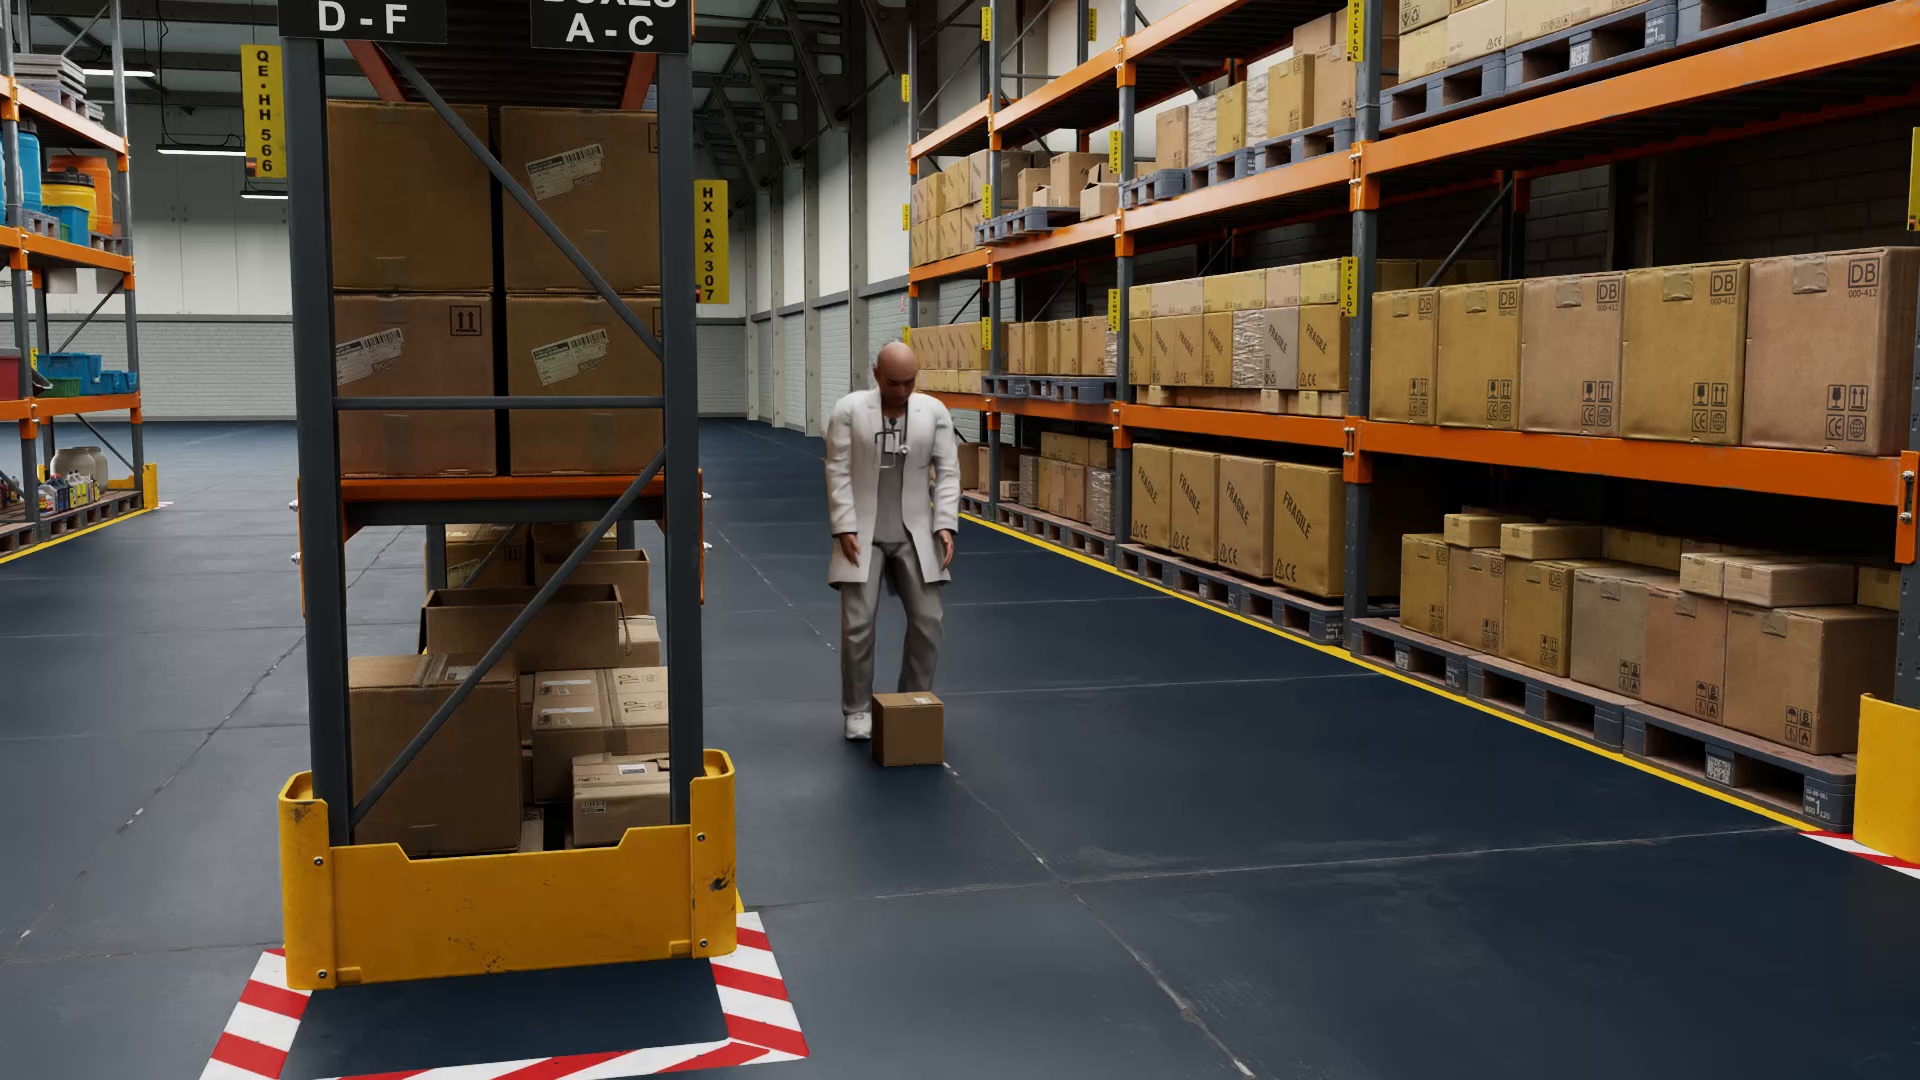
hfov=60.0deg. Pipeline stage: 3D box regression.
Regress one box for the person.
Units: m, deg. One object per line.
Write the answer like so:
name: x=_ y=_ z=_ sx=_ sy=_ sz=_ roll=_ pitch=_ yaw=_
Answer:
person: x=-0.290 y=-0.001 z=7.244 sx=0.595 sy=1.715 sz=0.448 roll=-1 pitch=6 yaw=-9
